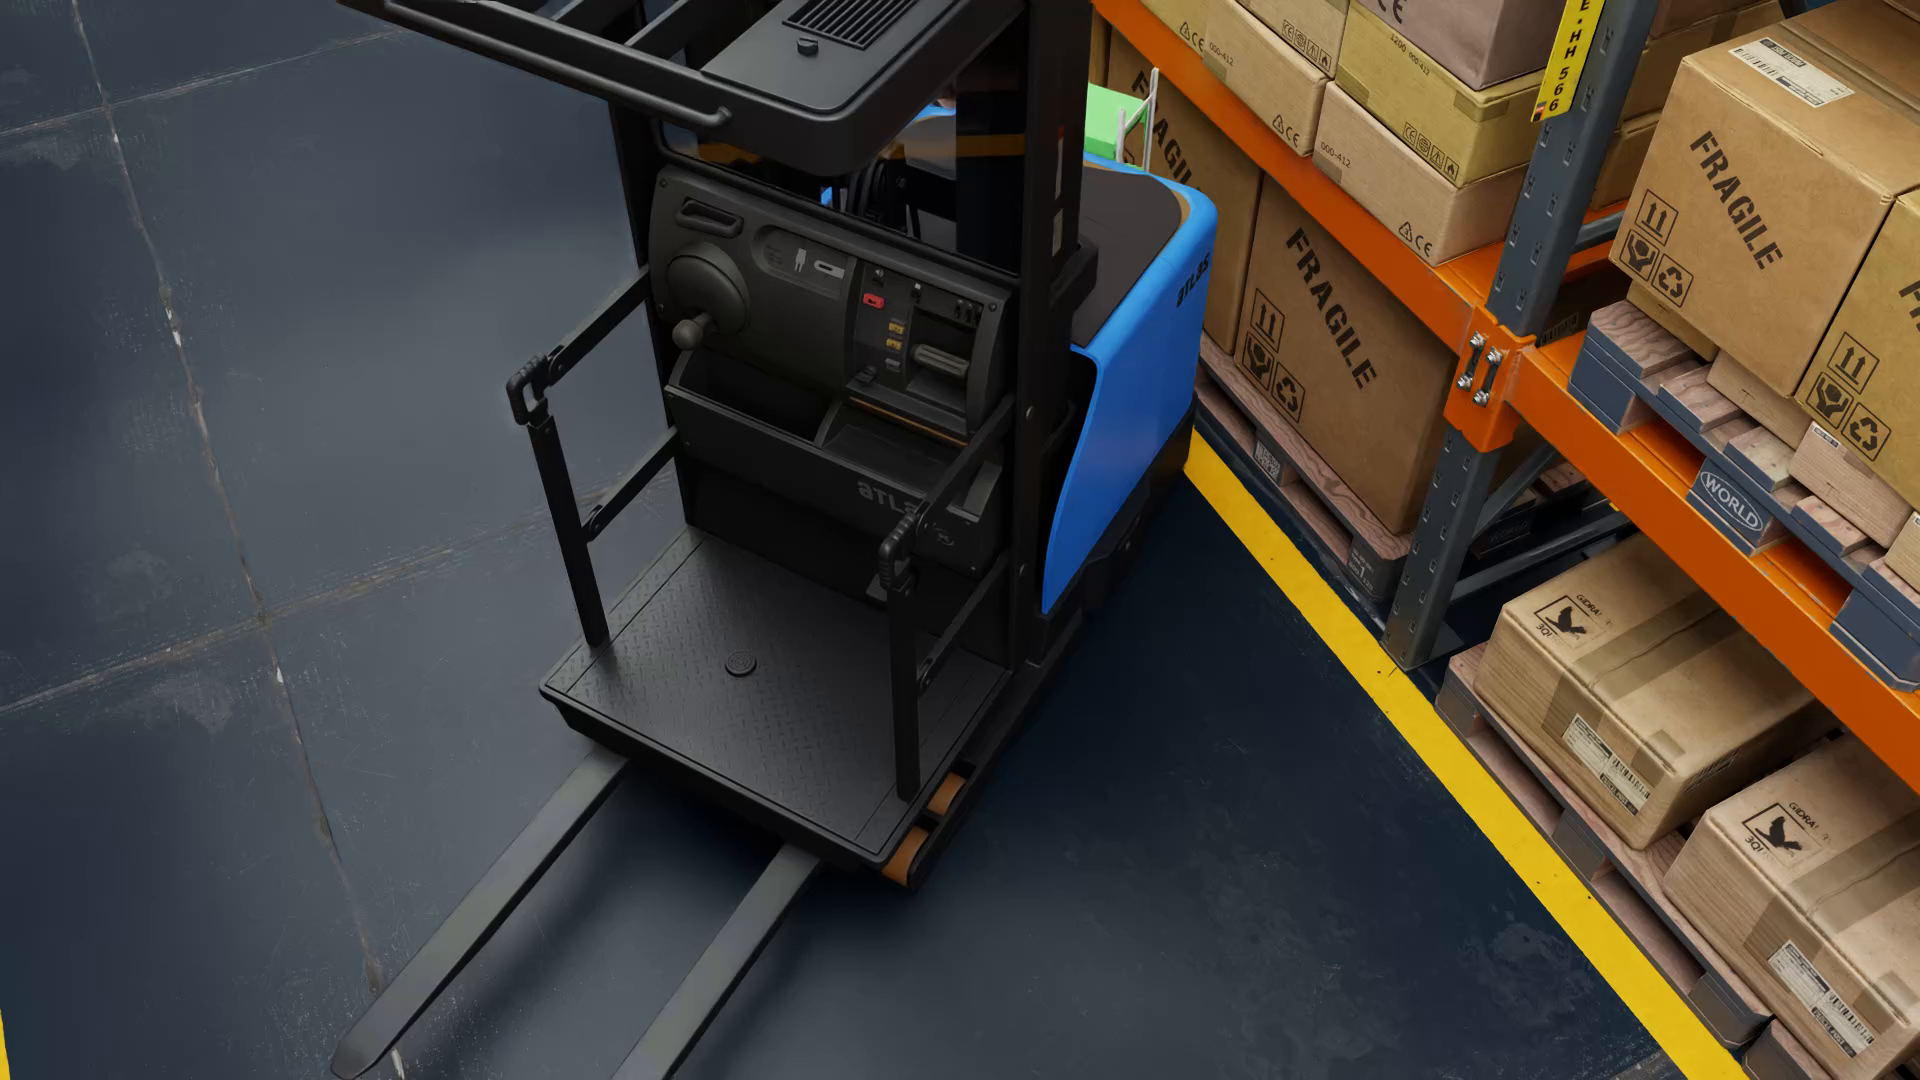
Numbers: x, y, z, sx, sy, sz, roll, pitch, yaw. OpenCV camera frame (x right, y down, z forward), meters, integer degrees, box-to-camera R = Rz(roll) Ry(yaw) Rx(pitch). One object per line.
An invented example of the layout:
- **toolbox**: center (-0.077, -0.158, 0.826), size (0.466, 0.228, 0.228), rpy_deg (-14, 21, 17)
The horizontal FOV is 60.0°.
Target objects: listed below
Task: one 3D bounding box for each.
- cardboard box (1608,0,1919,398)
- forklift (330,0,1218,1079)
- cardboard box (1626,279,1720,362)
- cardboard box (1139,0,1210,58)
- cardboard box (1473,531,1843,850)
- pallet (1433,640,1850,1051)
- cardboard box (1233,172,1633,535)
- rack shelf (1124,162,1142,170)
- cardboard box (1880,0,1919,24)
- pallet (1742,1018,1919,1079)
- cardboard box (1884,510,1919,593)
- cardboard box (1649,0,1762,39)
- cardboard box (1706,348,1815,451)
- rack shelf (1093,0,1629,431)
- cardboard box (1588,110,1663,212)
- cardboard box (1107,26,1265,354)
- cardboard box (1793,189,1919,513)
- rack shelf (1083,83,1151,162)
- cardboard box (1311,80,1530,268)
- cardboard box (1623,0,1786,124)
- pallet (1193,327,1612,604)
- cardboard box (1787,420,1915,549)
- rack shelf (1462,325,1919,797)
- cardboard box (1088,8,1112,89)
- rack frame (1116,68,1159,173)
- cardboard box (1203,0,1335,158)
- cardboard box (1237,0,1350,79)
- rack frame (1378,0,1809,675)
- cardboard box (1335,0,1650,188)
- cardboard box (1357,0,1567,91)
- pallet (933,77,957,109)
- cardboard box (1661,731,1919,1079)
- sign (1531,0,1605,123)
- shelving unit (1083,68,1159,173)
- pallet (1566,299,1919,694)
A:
- **cardboard box**: center (1.726, -0.693, 3.320), size (0.500, 0.500, 0.500), rpy_deg (-23, 53, -19)
- **forklift**: center (-0.427, -0.446, 3.693), size (1.130, 2.935, 3.031), rpy_deg (23, 53, 19)
- **cardboard box**: center (1.709, -0.579, 3.651), size (0.380, 0.149, 0.250), rpy_deg (-24, 53, -20)
- **cardboard box**: center (0.799, -1.684, 4.829), size (0.500, 0.250, 0.500), rpy_deg (-22, 52, -18)
- **cardboard box**: center (1.975, 0.303, 4.459), size (0.950, 0.372, 0.625), rpy_deg (-24, 53, -20)
- **pallet**: center (2.082, 0.637, 4.553), size (1.003, 0.211, 1.213), rpy_deg (-21, 52, -18)
- **cardboard box**: center (1.483, -0.735, 5.032), size (0.875, 0.875, 0.875), rpy_deg (-22, 52, -18)
- **rack shelf**: center (0.306, -1.112, 5.190), size (0.480, 0.148, 0.258), rpy_deg (23, 53, 19)
- **cardboard box**: center (2.181, -0.866, 3.471), size (0.500, 0.500, 0.500), rpy_deg (-23, 53, -19)
- **pallet**: center (2.636, 1.452, 3.840), size (1.003, 0.211, 1.213), rpy_deg (-21, 52, -18)
- **cardboard box**: center (2.000, 0.012, 3.135), size (0.380, 0.149, 0.250), rpy_deg (-21, 52, -17)
- **cardboard box**: center (1.717, -1.581, 3.910), size (0.500, 0.500, 0.500), rpy_deg (-23, 53, -19)
- **cardboard box**: center (1.808, -0.378, 3.476), size (0.380, 0.149, 0.250), rpy_deg (-24, 53, -20)
- **rack shelf**: center (0.810, -1.907, 5.403), size (1.077, 0.370, 4.000), rpy_deg (-21, 52, -18)
- **cardboard box**: center (1.725, -1.170, 4.380), size (0.500, 0.250, 0.500), rpy_deg (-22, 52, -18)
- **cardboard box**: center (1.079, -1.333, 5.556), size (0.875, 0.875, 0.875), rpy_deg (-21, 52, -17)
- **cardboard box**: center (1.970, -0.347, 3.018), size (0.500, 0.500, 0.500), rpy_deg (-19, 51, -16)
- **rack shelf**: center (0.305, -1.269, 5.008), size (0.480, 0.148, 0.258), rpy_deg (23, 53, 19)
- **cardboard box**: center (1.263, -1.005, 4.236), size (0.500, 0.250, 0.500), rpy_deg (-23, 53, -19)
- **cardboard box**: center (1.713, -1.344, 4.201), size (0.500, 0.250, 0.500), rpy_deg (-22, 52, -18)
- **pallet**: center (1.432, -0.441, 5.495), size (1.003, 0.211, 1.213), rpy_deg (-21, 52, -18)
- **cardboard box**: center (1.893, -0.179, 3.302), size (0.380, 0.149, 0.250), rpy_deg (-24, 53, -20)
- **rack shelf**: center (2.641, 0.770, 3.061), size (1.077, 0.370, 4.000), rpy_deg (-21, 52, -18)
- **cardboard box**: center (0.670, -1.932, 6.079), size (0.875, 0.875, 0.875), rpy_deg (-20, 52, -16)
- **rack frame**: center (0.520, -0.908, 5.245), size (0.015, 1.200, 0.240), rpy_deg (23, 53, 19)
- **cardboard box**: center (1.015, -1.341, 4.530), size (0.500, 0.250, 0.500), rpy_deg (-20, 52, -17)
- **cardboard box**: center (1.040, -1.499, 4.336), size (0.500, 0.250, 0.500), rpy_deg (-22, 53, -18)
- **rack frame**: center (1.725, -0.805, 3.961), size (1.000, 3.000, 0.127), rpy_deg (-21, 52, -18)
- **cardboard box**: center (1.278, -1.157, 4.037), size (0.500, 0.250, 0.500), rpy_deg (-21, 52, -18)
- **cardboard box**: center (1.256, -1.423, 3.771), size (0.500, 0.500, 0.500), rpy_deg (-22, 53, -18)
- **pallet**: center (0.315, -2.074, 6.923), size (1.003, 0.211, 1.213), rpy_deg (-21, 52, -18)
- **cardboard box**: center (2.320, 0.795, 4.029), size (0.950, 0.372, 0.625), rpy_deg (-22, 52, -18)
- **sign**: center (1.233, -0.993, 3.356), size (0.100, 0.325, 0.005), rpy_deg (-21, 52, -18)
- **shelving unit**: center (0.307, -0.998, 5.323), size (0.503, 1.200, 0.258), rpy_deg (23, 53, 19)
- **pallet**: center (2.146, -0.302, 3.648), size (1.213, 0.211, 1.003), rpy_deg (-21, 52, -18)
